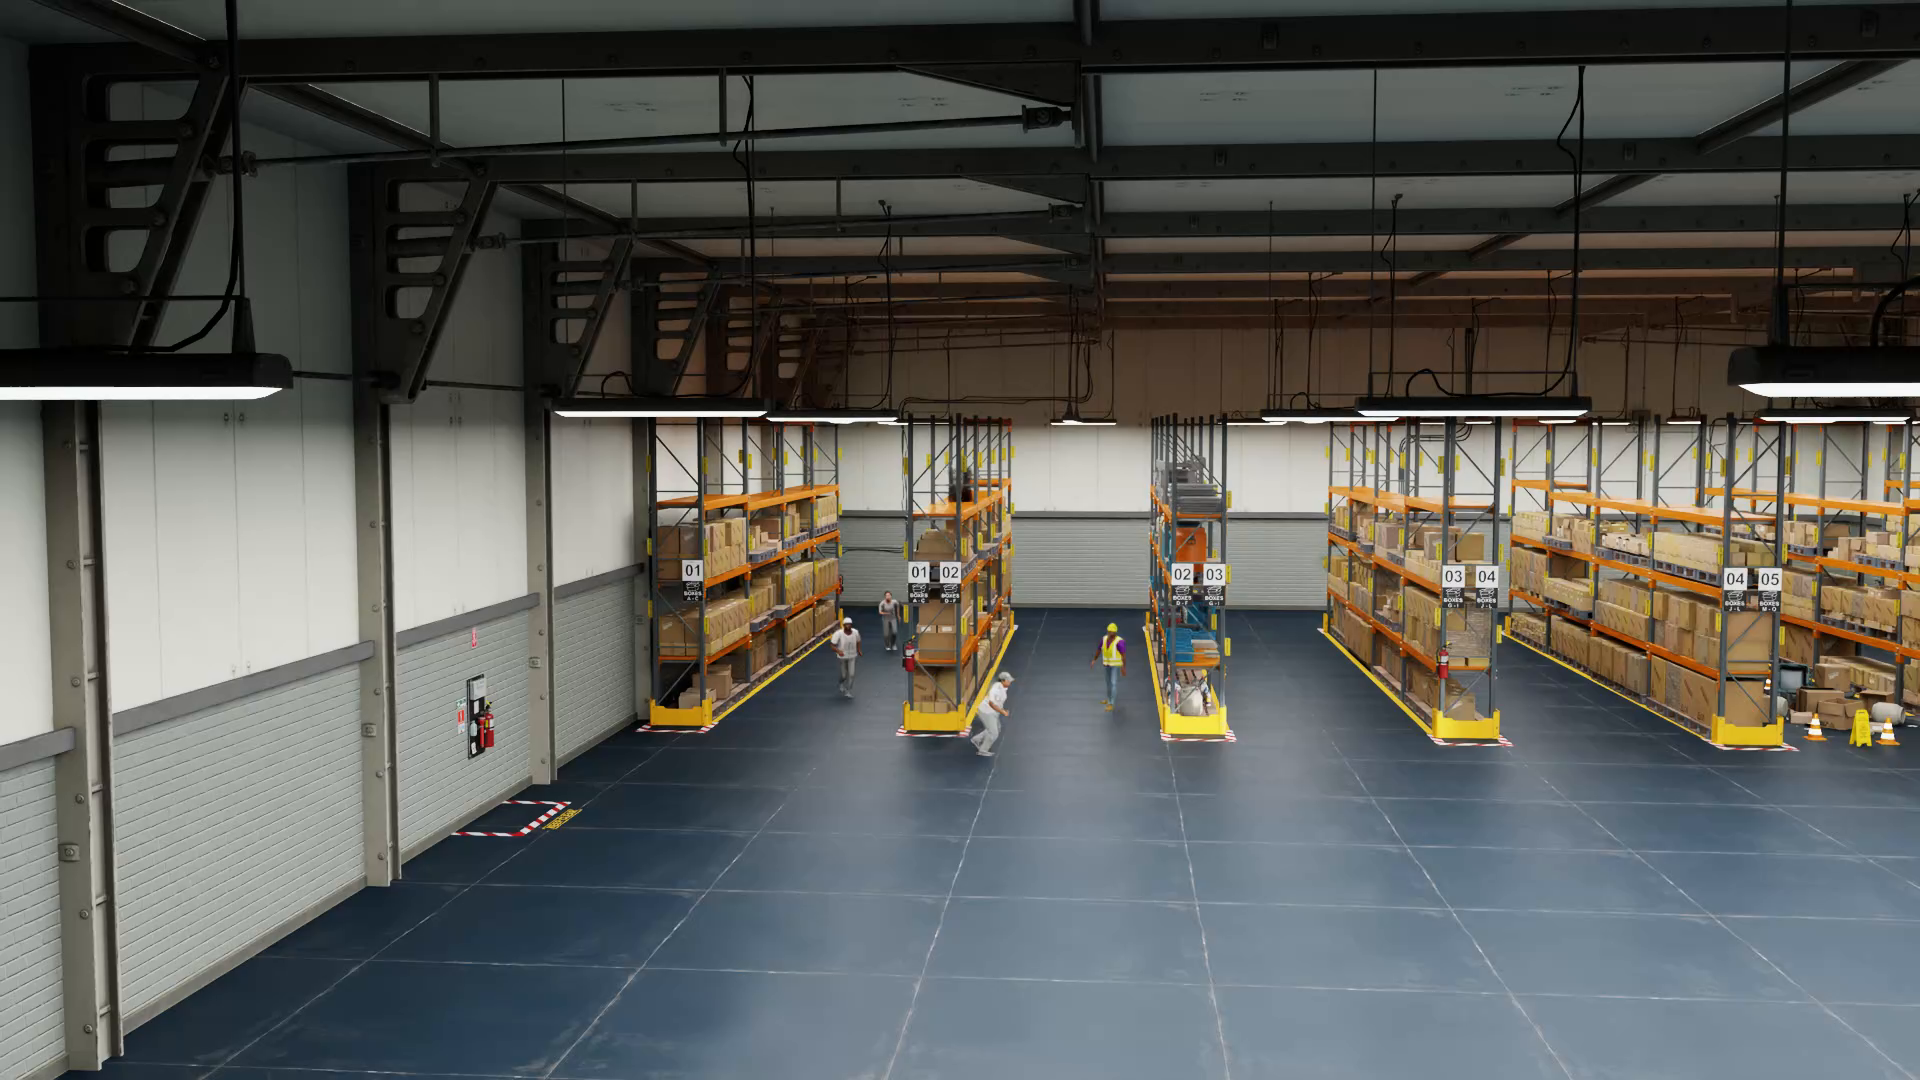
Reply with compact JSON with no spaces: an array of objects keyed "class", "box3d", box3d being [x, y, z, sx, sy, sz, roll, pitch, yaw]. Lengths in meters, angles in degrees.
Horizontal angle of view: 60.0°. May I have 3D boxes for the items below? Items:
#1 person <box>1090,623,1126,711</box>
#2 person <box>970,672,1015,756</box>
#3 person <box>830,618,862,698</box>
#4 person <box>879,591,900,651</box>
[{"class":"person","box3d":[3.050,2.567,33.971,0.761,1.759,0.767,3,5,41]},{"class":"person","box3d":[0.554,3.024,29.006,0.883,1.507,0.570,1,4,19]},{"class":"person","box3d":[-2.437,2.491,35.466,0.697,1.715,0.768,-1,4,-16]},{"class":"person","box3d":[-1.801,2.068,42.559,0.566,1.563,0.869,0,4,-5]}]
